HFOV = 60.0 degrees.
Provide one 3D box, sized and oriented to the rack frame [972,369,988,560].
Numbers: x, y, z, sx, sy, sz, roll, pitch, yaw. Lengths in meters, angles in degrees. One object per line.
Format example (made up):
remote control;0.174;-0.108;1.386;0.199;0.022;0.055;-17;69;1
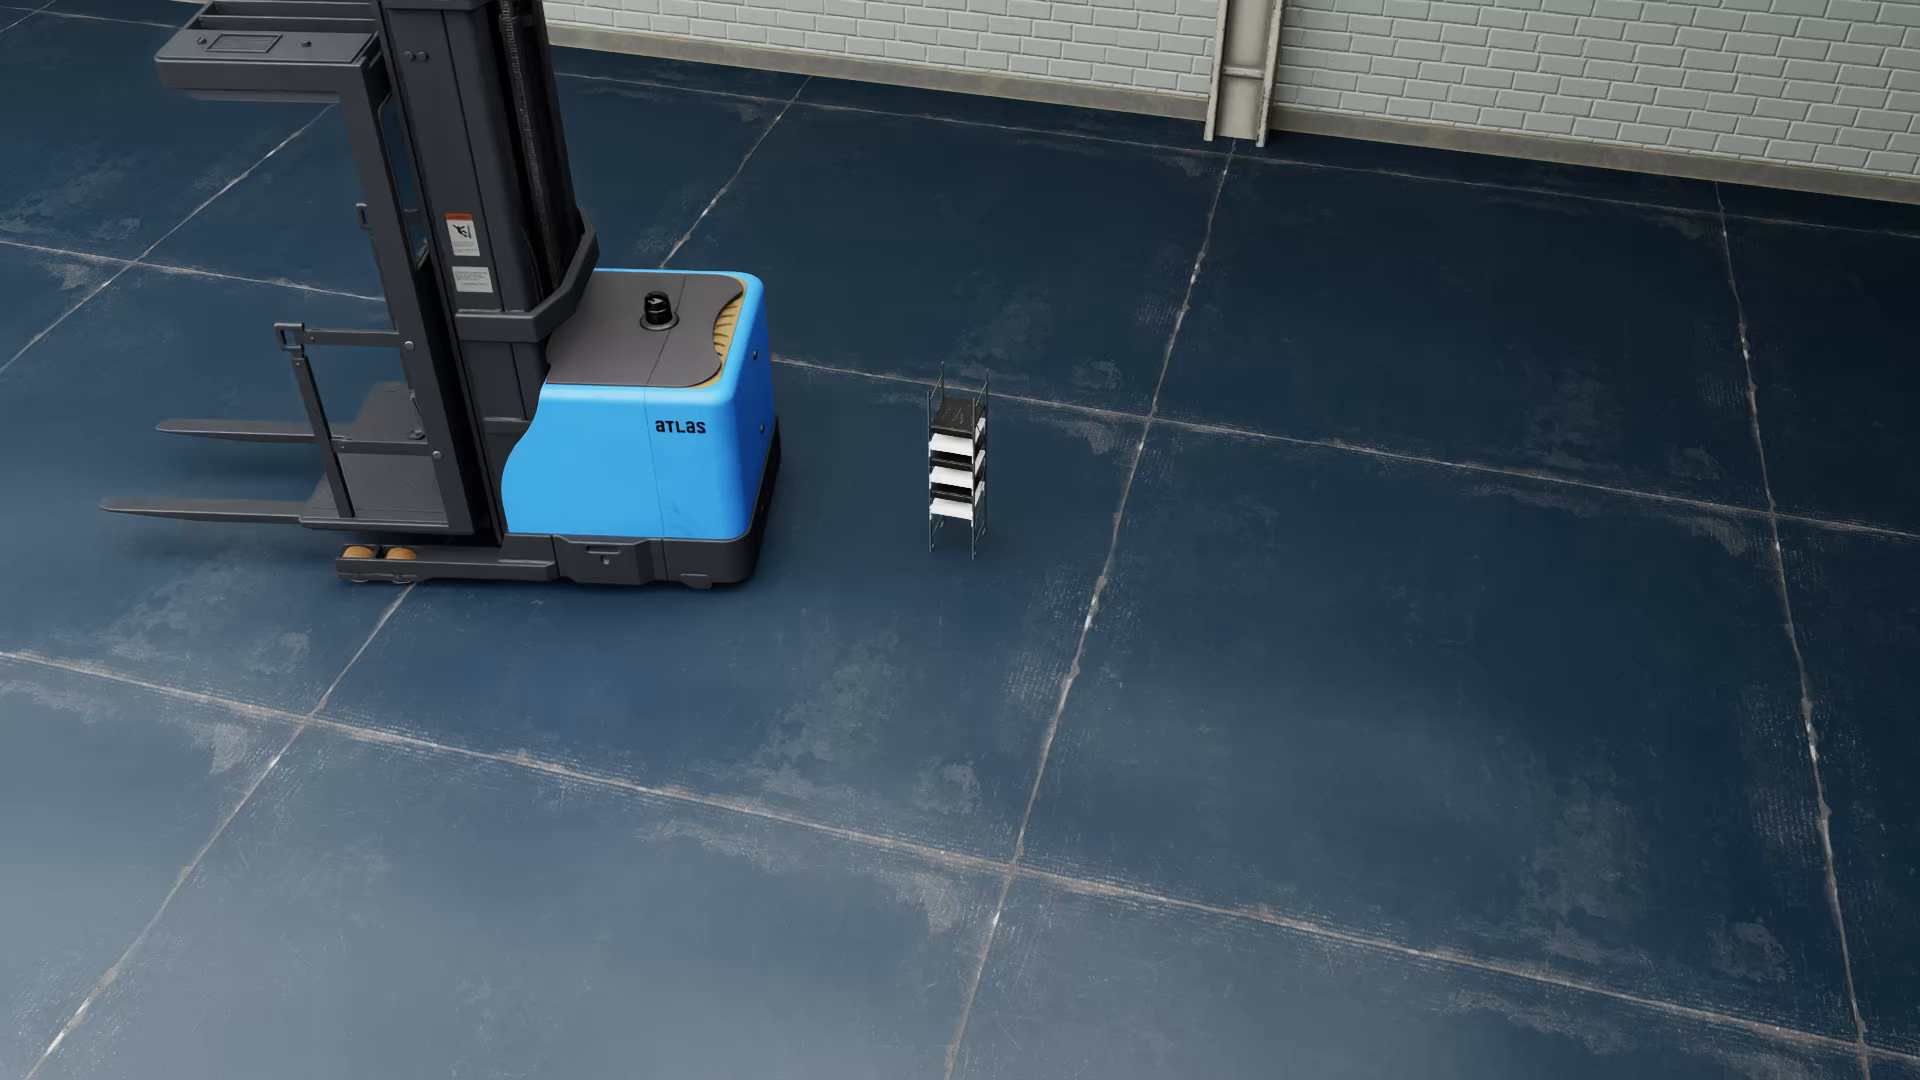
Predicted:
rack frame;0.090;-0.329;7.467;0.006;0.900;0.240;10;41;11

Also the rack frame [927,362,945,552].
rack frame;-0.106;-0.363;7.507;0.006;0.900;0.240;10;41;11

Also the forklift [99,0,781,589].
forklift;-2.413;-1.262;6.998;3.031;2.935;1.130;2;40;2

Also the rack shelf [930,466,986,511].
rack shelf;-0.008;-0.252;7.566;0.200;0.077;0.258;10;41;11

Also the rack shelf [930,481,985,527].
rack shelf;-0.008;-0.183;7.624;0.200;0.077;0.258;10;41;11

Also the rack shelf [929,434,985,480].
rack shelf;-0.008;-0.389;7.450;0.200;0.077;0.258;10;41;11

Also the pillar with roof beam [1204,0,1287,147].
pillar with roof beam;0.716;-3.456;4.892;0.400;9.000;9.100;10;41;11

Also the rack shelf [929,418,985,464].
rack shelf;-0.008;-0.458;7.392;0.200;0.077;0.258;10;41;11

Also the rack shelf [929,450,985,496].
rack shelf;-0.008;-0.320;7.508;0.200;0.077;0.258;10;41;11

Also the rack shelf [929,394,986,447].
rack shelf;-0.008;-0.527;7.335;0.200;0.077;0.258;10;41;11

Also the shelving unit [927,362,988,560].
shelving unit;-0.008;-0.346;7.487;0.210;0.900;0.258;10;41;11
